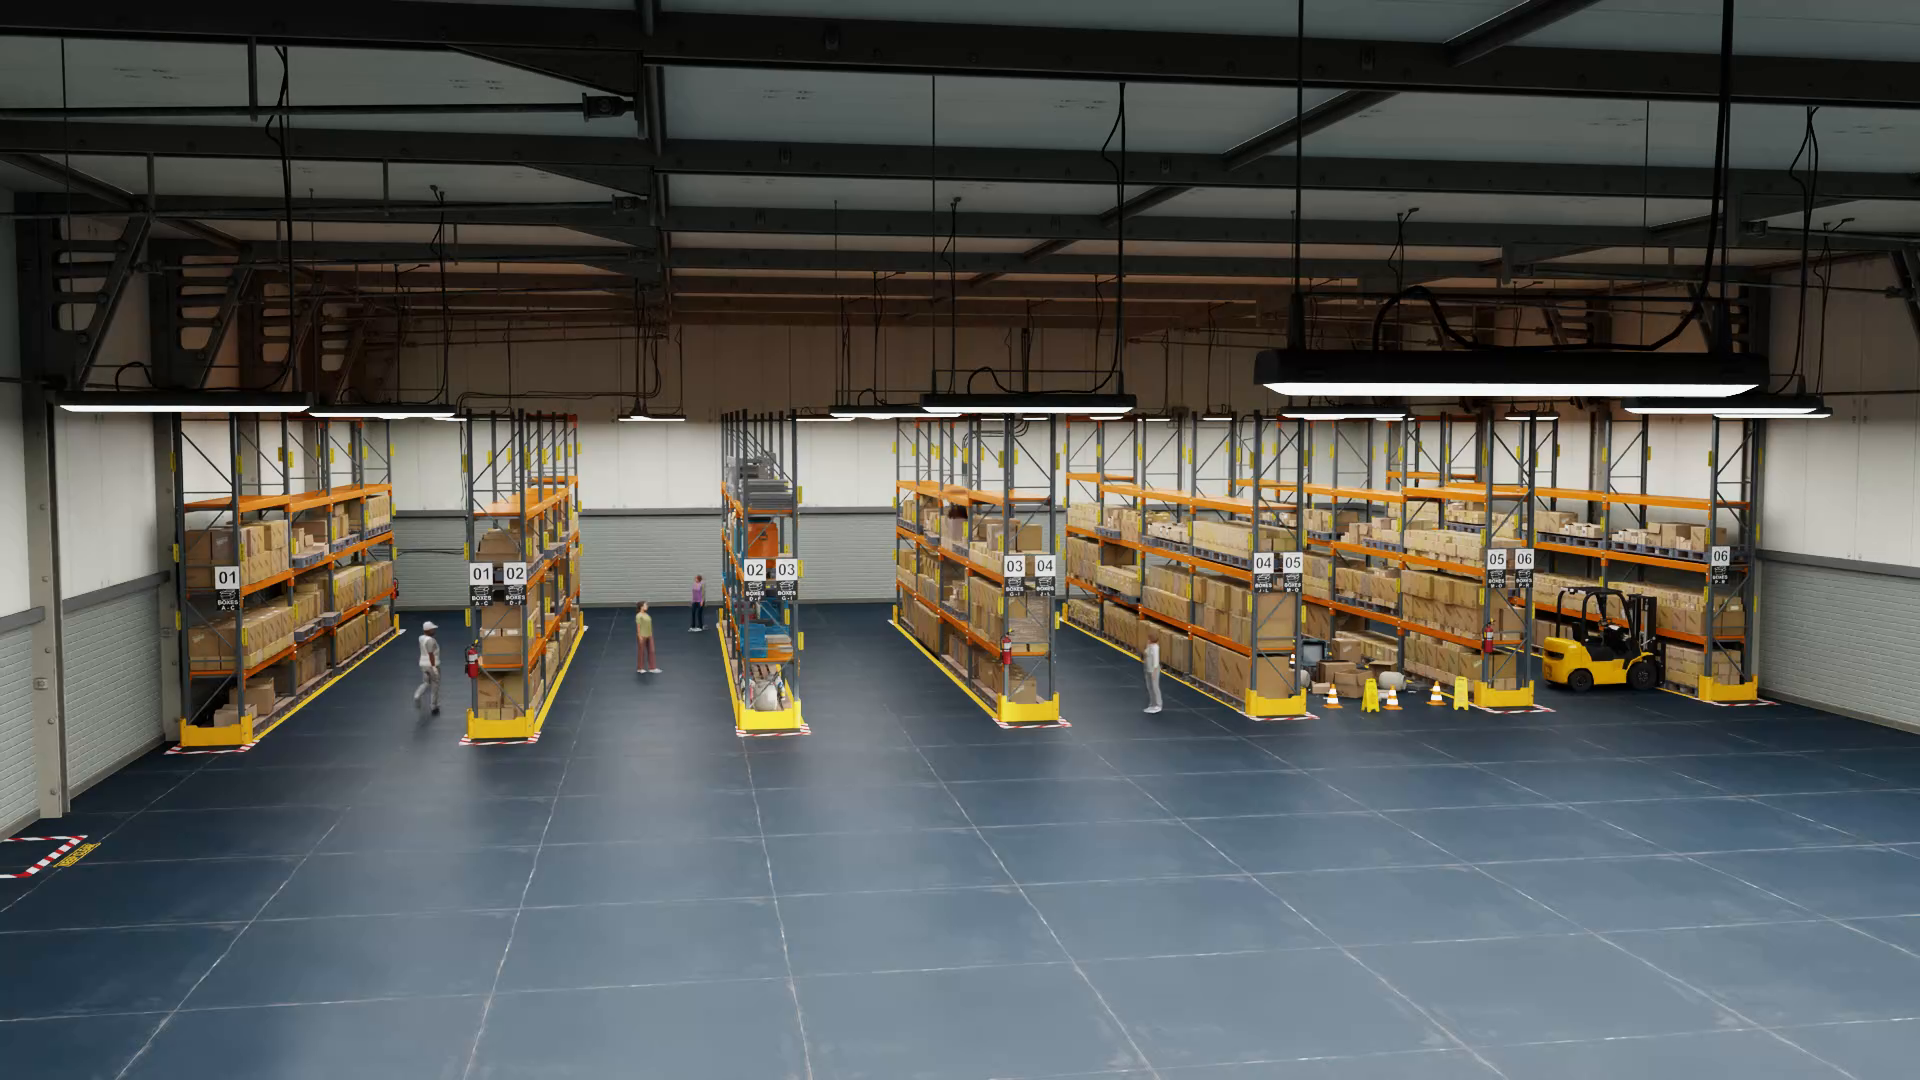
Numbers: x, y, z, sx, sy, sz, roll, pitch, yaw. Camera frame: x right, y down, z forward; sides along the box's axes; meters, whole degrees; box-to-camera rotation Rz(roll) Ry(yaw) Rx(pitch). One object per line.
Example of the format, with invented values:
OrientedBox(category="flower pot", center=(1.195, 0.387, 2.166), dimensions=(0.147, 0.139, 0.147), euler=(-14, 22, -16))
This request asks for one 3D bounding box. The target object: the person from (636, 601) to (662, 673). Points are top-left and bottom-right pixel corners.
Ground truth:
OrientedBox(category="person", center=(-7.182, 2.232, 38.194), dimensions=(0.578, 1.670, 0.484), euler=(3, 5, 35))

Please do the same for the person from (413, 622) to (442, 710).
OrientedBox(category="person", center=(-10.613, 2.512, 33.138), dimensions=(0.523, 1.777, 0.668), euler=(2, 4, 24))

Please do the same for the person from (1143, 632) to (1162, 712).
OrientedBox(category="person", center=(3.835, 2.631, 32.998), dimensions=(0.382, 1.617, 0.483), euler=(-2, 4, -25))

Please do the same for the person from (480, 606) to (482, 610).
OrientedBox(category="person", center=(-12.219, 1.885, 43.223), dimensions=(0.444, 1.642, 0.962), euler=(0, 4, -4))

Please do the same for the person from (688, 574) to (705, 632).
OrientedBox(category="person", center=(-7.269, 1.745, 45.929), dimensions=(0.503, 1.623, 0.370), euler=(2, 5, 29))
